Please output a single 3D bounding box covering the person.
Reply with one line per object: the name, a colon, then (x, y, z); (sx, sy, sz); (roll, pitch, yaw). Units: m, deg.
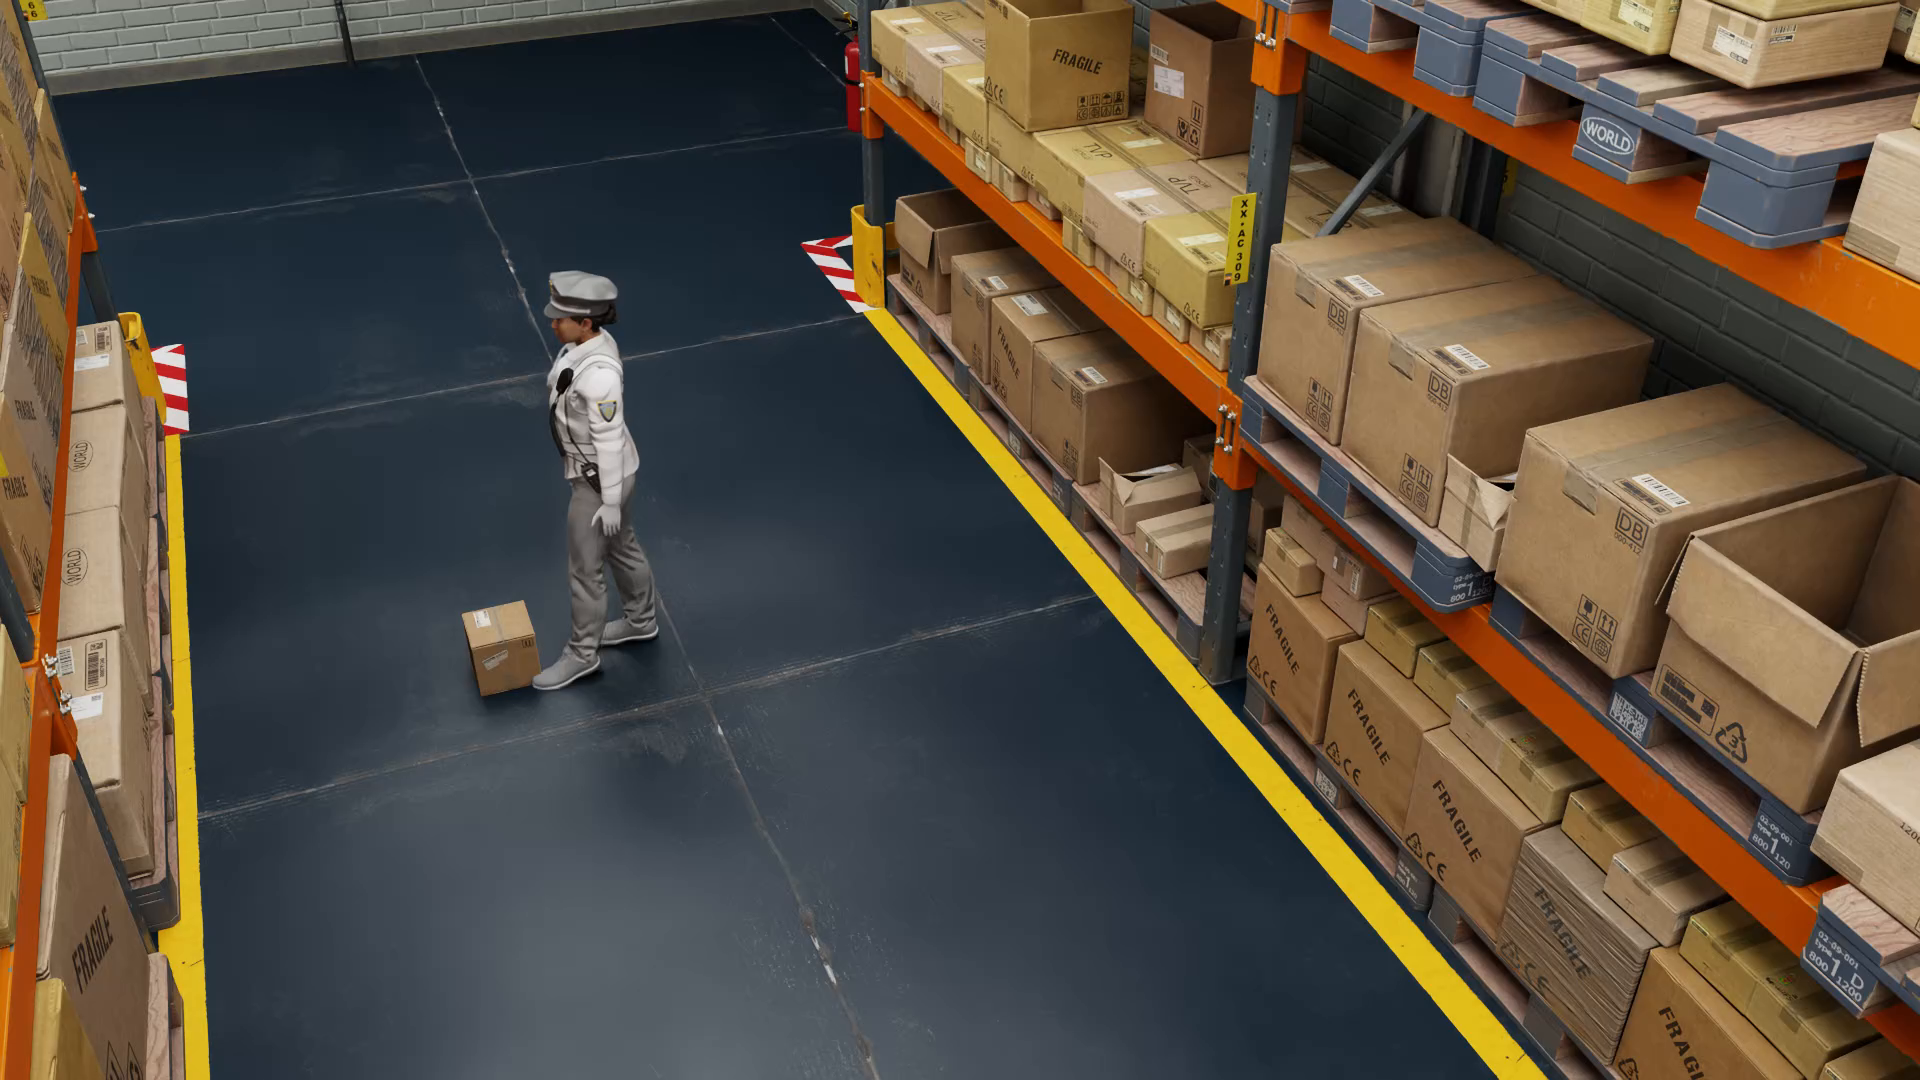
person: (-1.511, -0.224, 6.453); (0.540, 1.689, 0.406); (-8, 35, -12)
